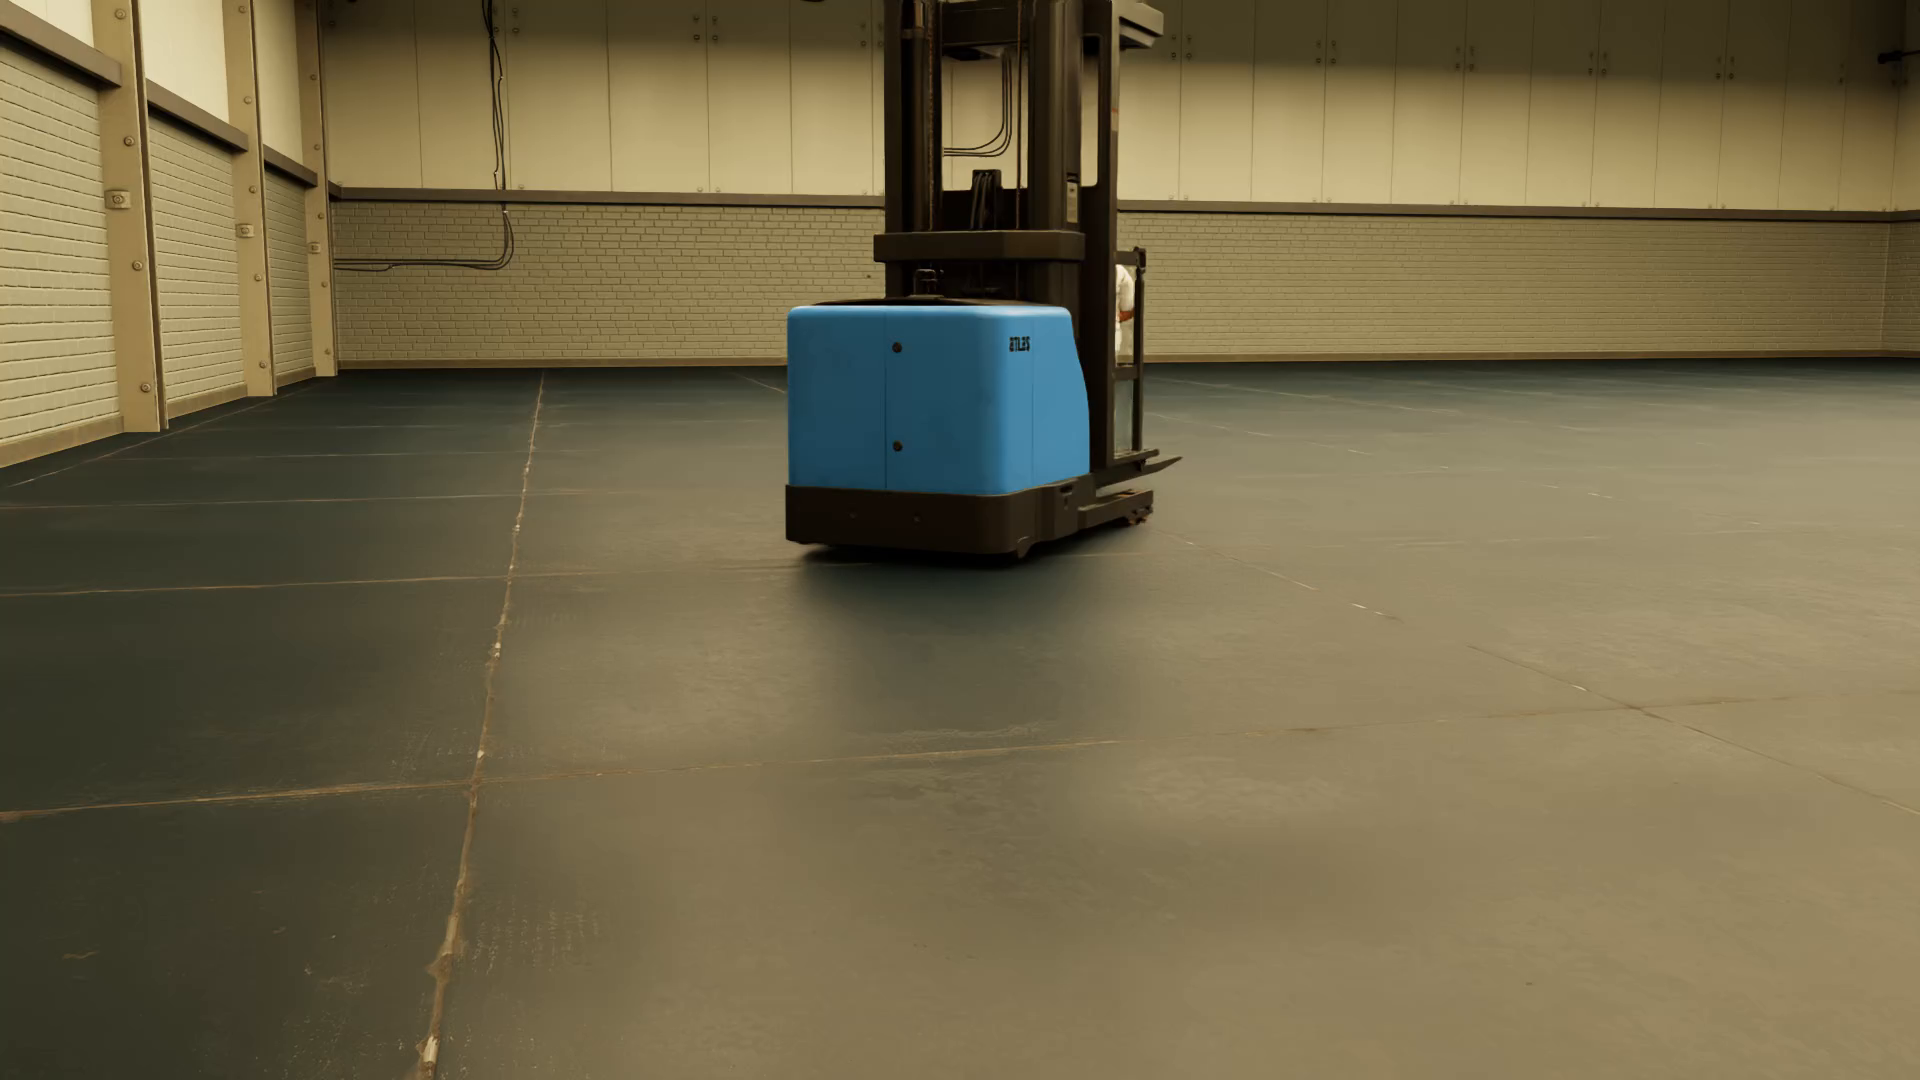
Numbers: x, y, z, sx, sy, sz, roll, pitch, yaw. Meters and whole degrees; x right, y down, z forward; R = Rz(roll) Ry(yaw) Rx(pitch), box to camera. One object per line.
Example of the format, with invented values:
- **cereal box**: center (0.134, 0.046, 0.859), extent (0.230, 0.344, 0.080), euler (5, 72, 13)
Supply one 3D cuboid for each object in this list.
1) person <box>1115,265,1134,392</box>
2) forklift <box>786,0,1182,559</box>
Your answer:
- **person**: center (0.806, -1.144, 10.305), extent (0.524, 1.645, 0.850), euler (2, 8, 12)
- **forklift**: center (0.326, -1.538, 8.122), extent (1.130, 2.935, 3.031), euler (4, 9, 25)
